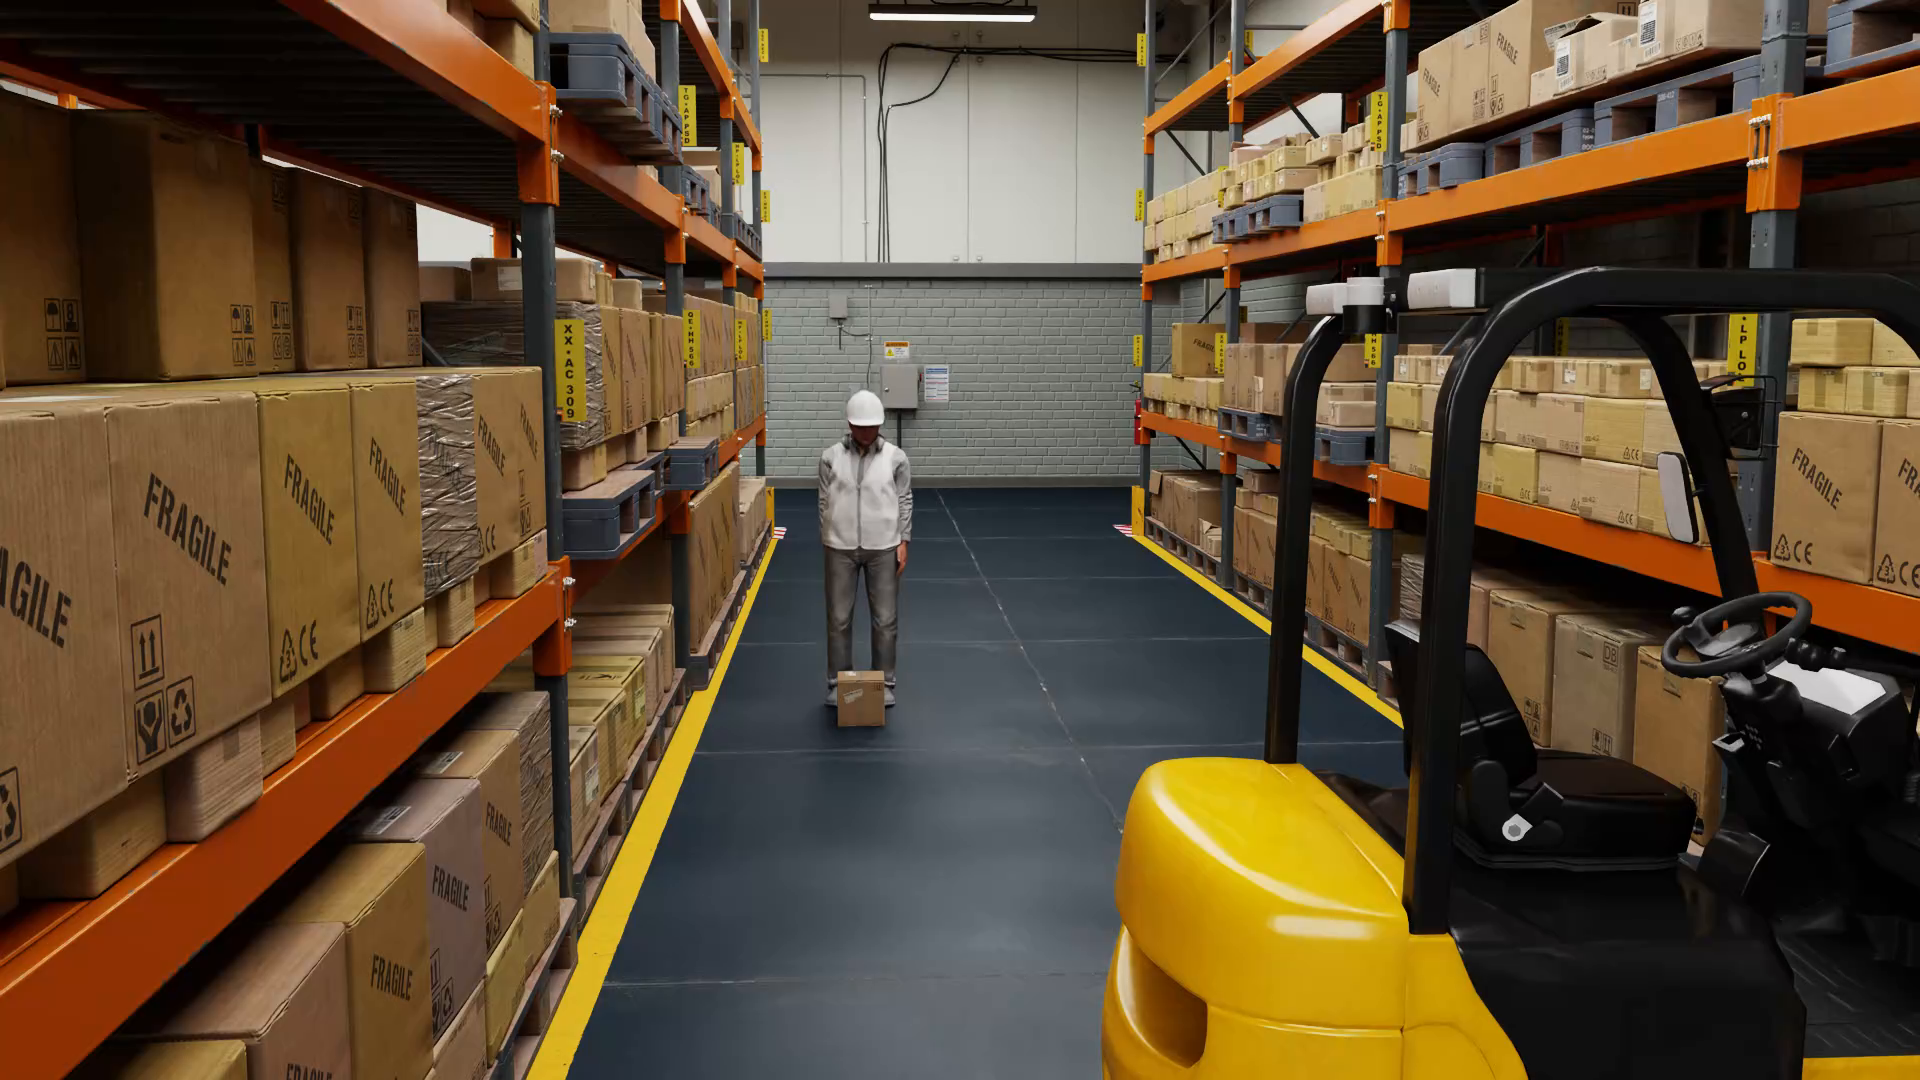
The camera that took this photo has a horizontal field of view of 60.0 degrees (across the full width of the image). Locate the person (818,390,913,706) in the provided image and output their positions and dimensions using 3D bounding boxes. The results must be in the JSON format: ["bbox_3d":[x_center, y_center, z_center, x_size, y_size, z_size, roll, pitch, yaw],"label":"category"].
[{"bbox_3d":[-0.528,0.046,9.310,0.535,1.763,0.363,0,7,-1],"label":"person"}]
